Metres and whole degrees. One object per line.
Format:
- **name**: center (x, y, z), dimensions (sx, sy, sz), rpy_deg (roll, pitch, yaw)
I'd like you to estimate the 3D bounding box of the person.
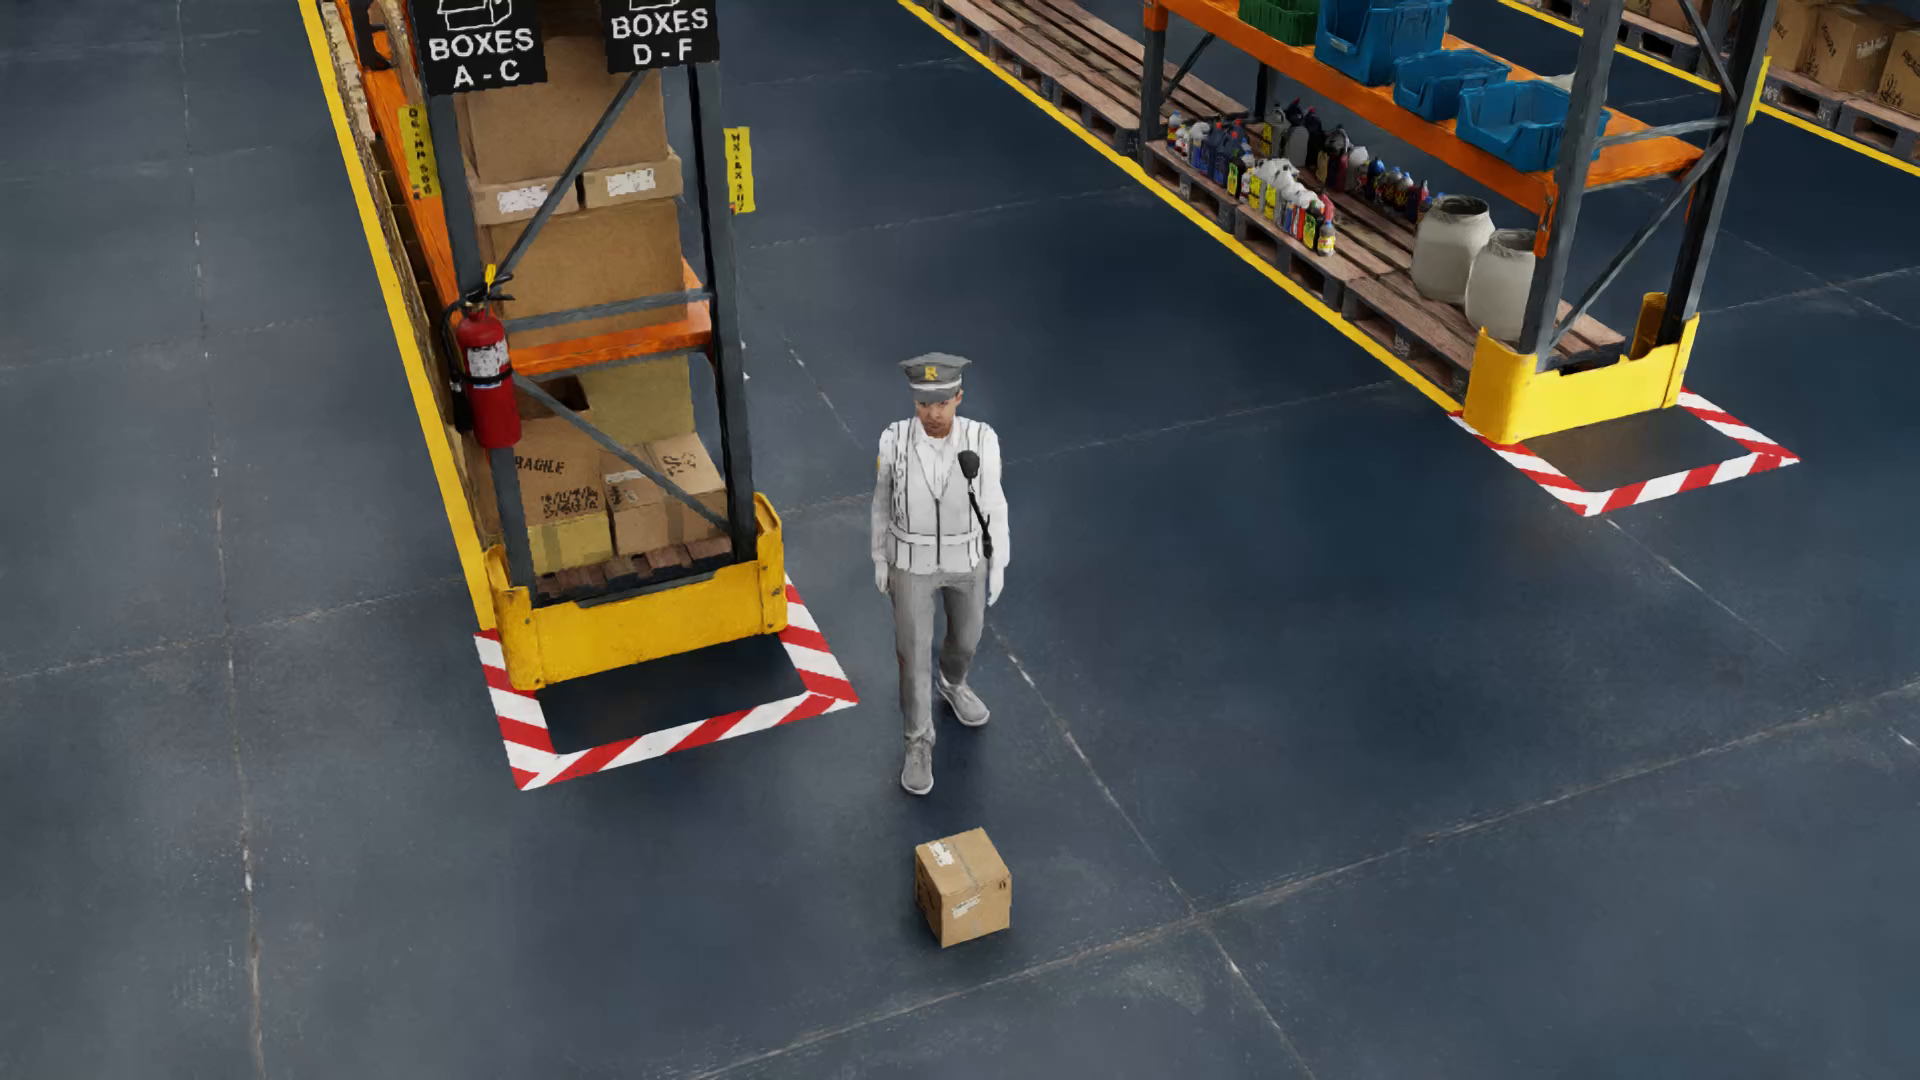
- **person**: center (-0.069, 0.085, 5.976), dimensions (0.497, 1.683, 0.621), rpy_deg (-2, 34, -3)
